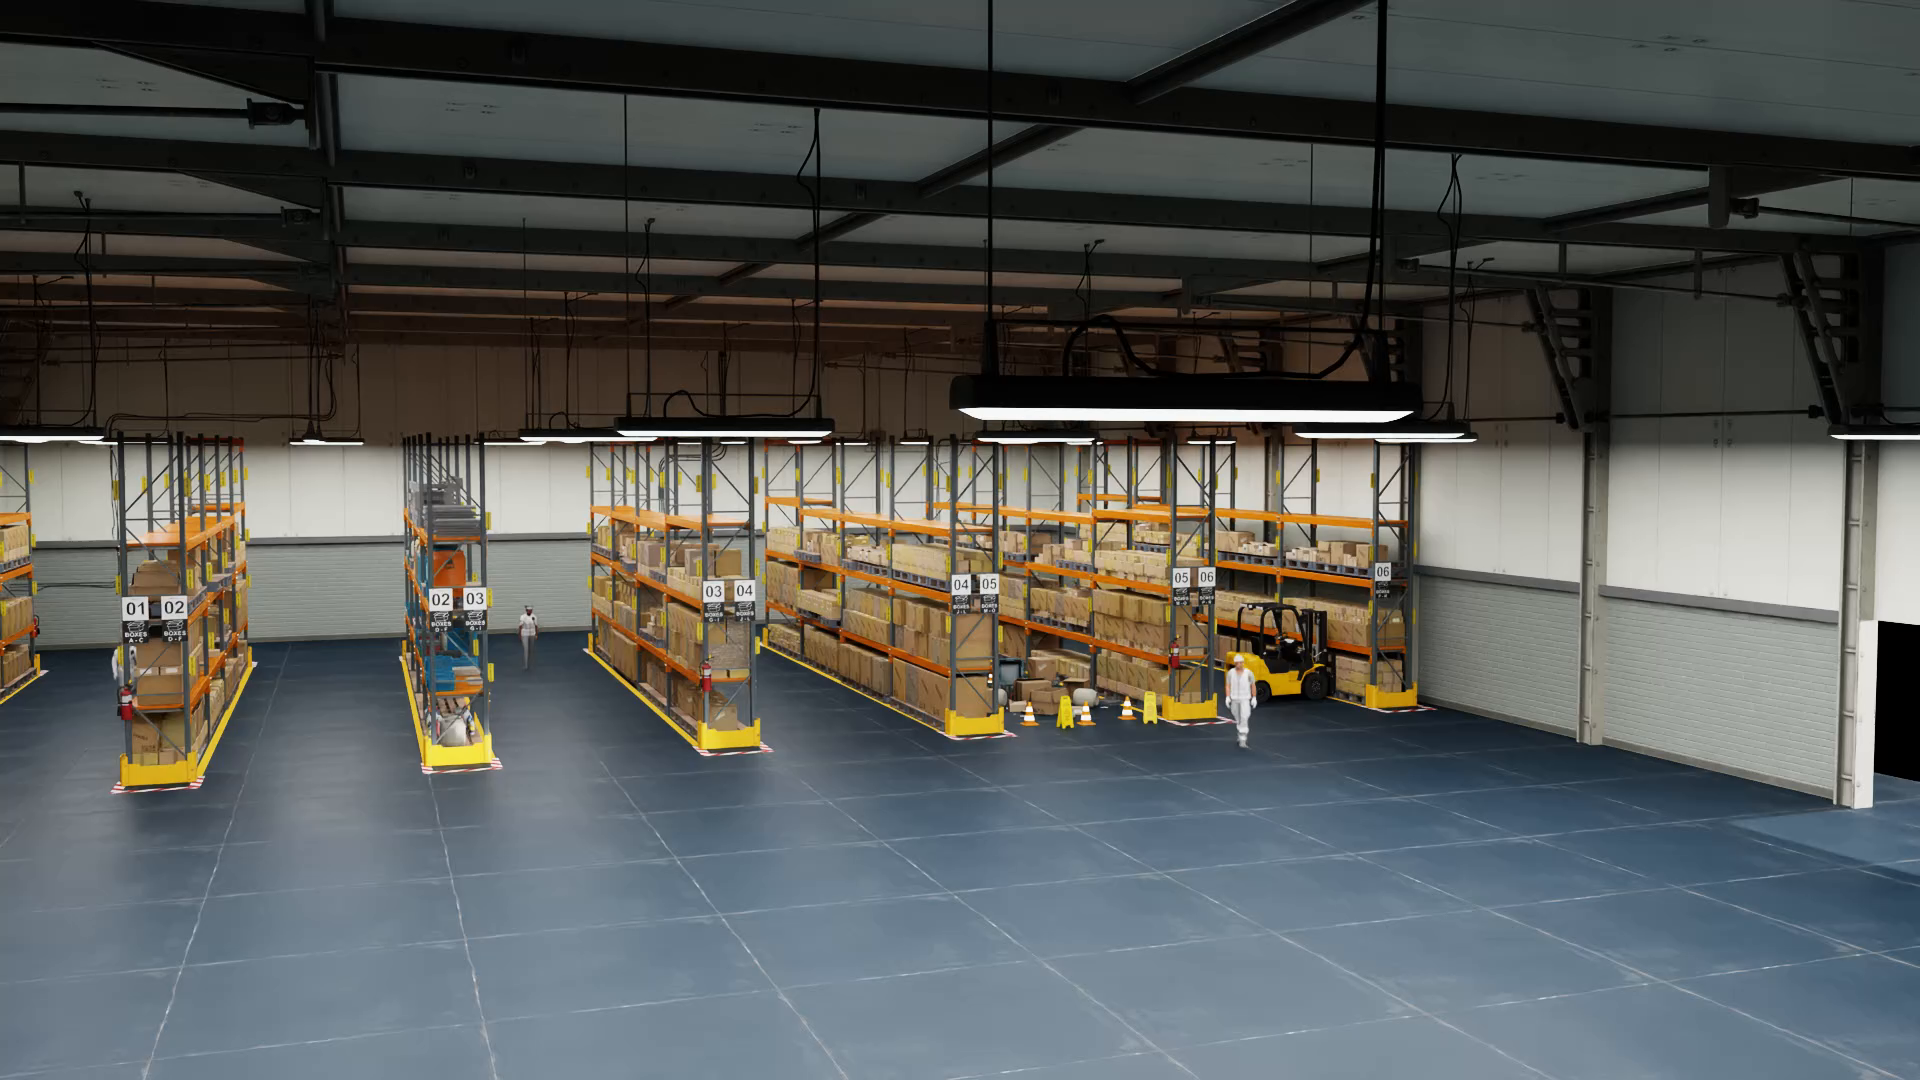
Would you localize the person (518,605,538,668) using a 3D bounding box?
[{"bbox_3d":[-11.205,2.491,43.211,0.500,1.626,0.954,-2,4,-37],"label":"person"}]

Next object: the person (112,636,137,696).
[{"bbox_3d":[-18.254,2.888,36.426,0.583,1.659,0.534,-2,4,-28],"label":"person"}]

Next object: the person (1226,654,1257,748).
[{"bbox_3d":[5.356,3.055,31.824,0.561,1.733,0.988,2,4,26],"label":"person"}]

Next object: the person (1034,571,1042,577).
[{"bbox_3d":[2.532,1.849,54.980,0.528,1.630,0.992,0,3,0],"label":"person"}]
